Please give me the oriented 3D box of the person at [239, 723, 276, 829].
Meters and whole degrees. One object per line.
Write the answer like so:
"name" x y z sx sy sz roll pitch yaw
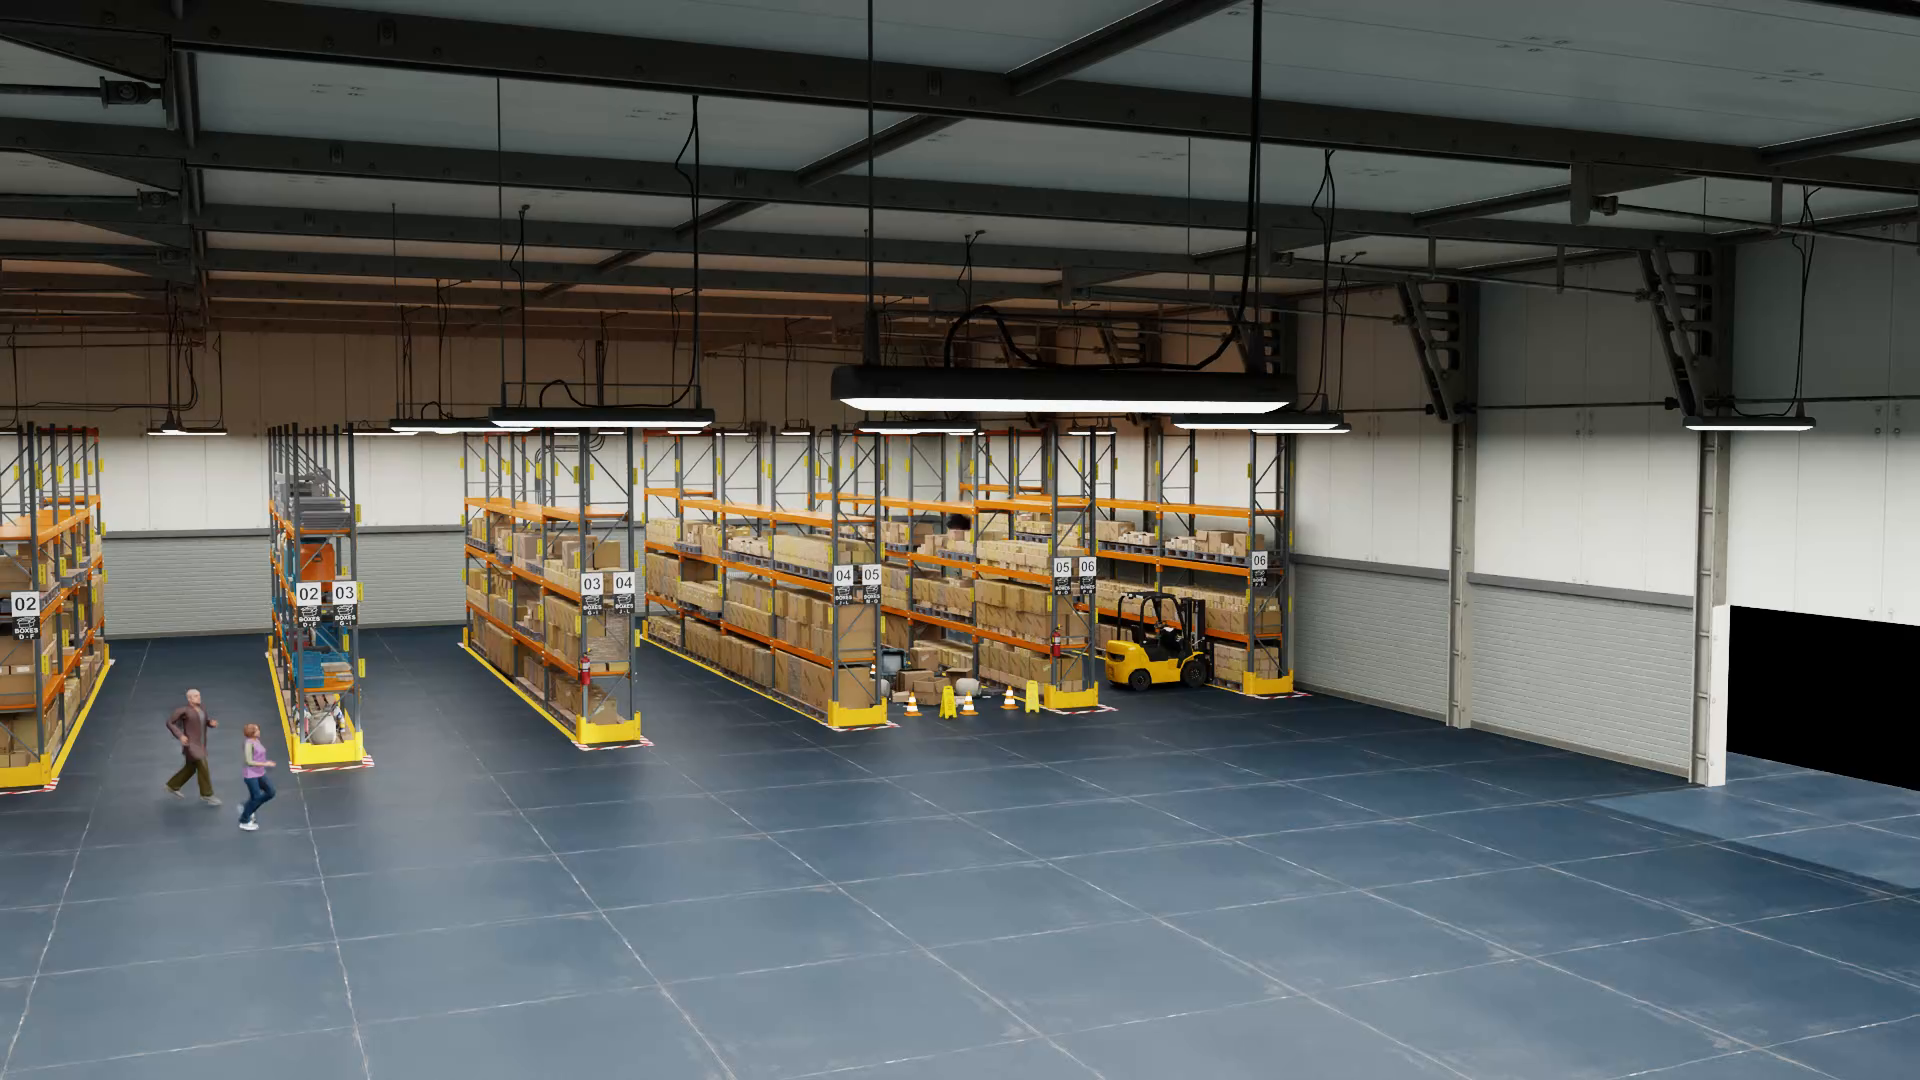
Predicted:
"person" -10.280 3.448 24.329 0.563 1.563 0.522 0 3 -2

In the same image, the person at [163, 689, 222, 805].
"person" -12.023 3.234 26.075 0.982 1.813 0.681 0 4 5

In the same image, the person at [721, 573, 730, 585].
"person" -6.933 1.798 49.997 0.943 1.749 0.669 -2 4 -31
